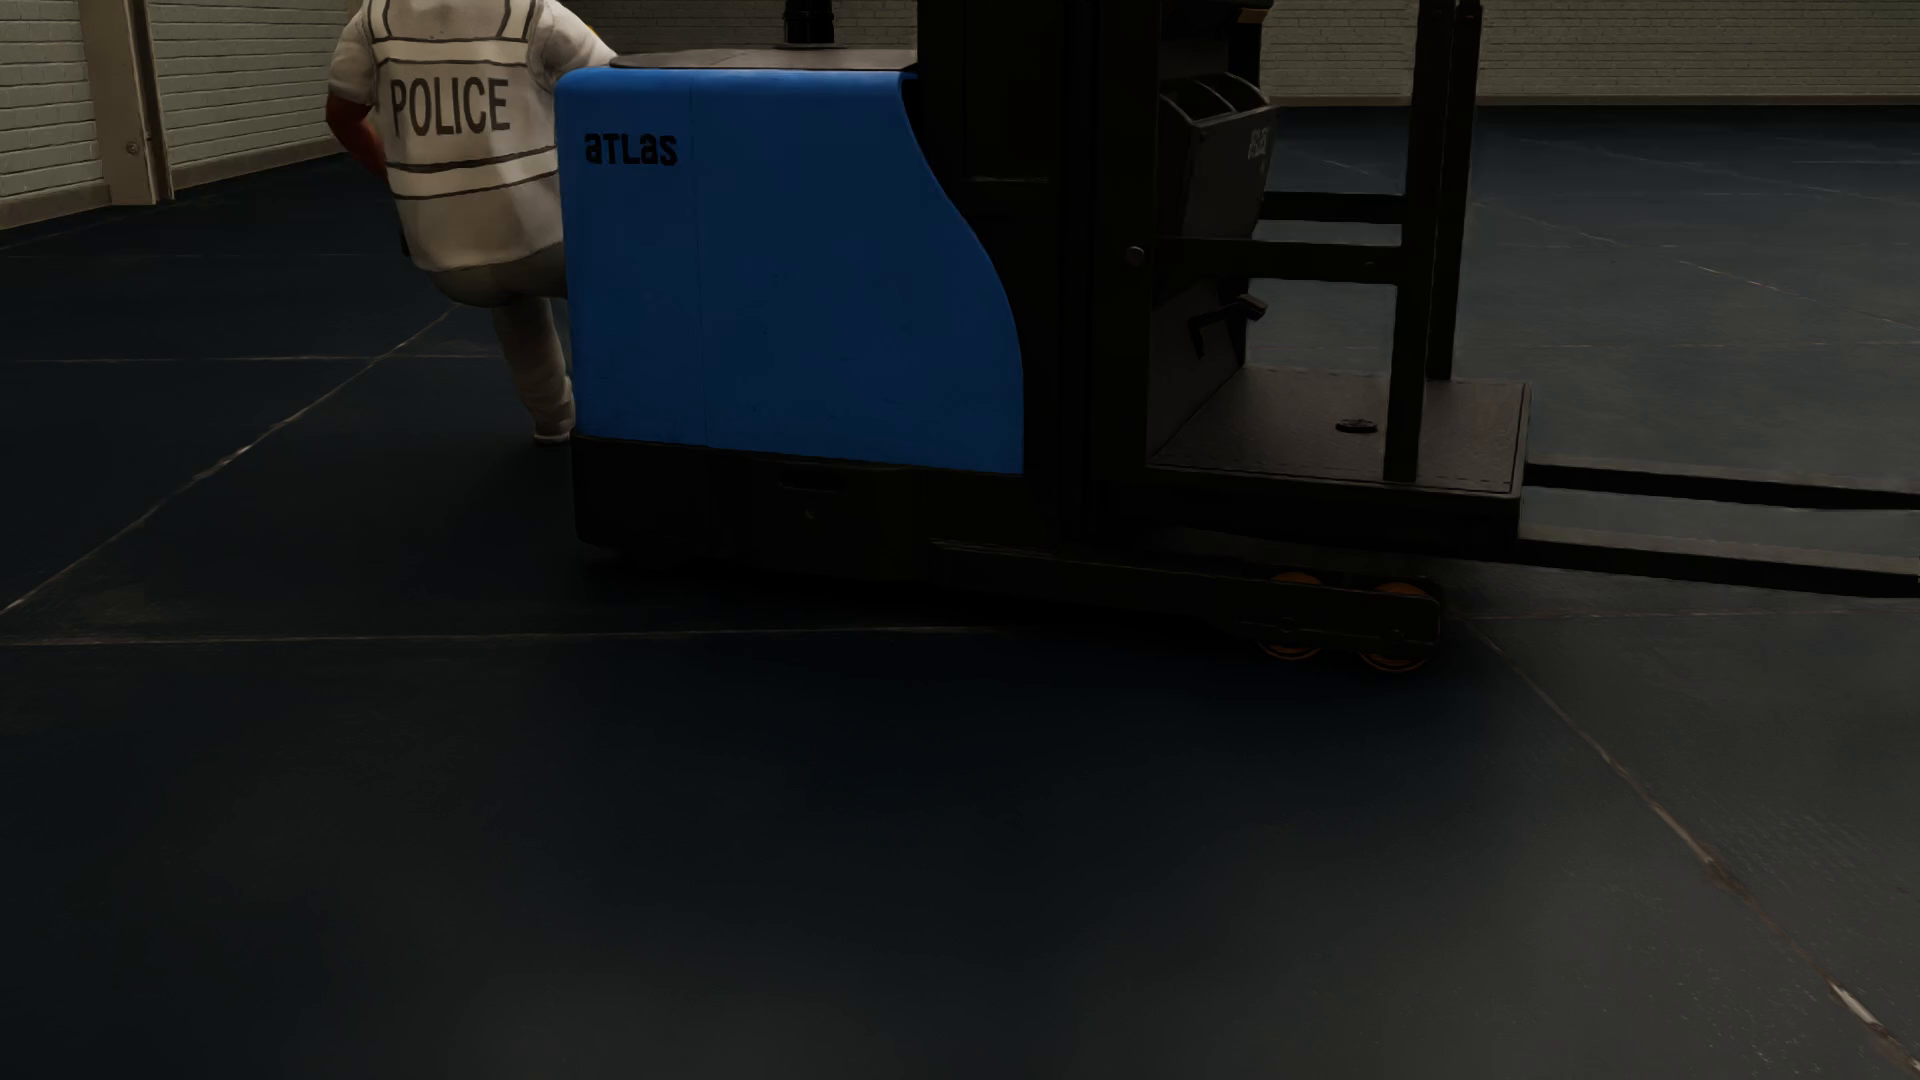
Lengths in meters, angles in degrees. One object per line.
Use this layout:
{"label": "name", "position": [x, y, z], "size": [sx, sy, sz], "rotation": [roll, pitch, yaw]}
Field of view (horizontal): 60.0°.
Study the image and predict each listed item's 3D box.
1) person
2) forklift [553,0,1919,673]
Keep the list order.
{"label": "person", "position": [-1.196, -0.908, 4.448], "size": [0.773, 1.566, 0.935], "rotation": [0, 17, -2]}
{"label": "forklift", "position": [0.717, -1.328, 3.249], "size": [3.031, 2.935, 1.130], "rotation": [6, 18, 18]}
